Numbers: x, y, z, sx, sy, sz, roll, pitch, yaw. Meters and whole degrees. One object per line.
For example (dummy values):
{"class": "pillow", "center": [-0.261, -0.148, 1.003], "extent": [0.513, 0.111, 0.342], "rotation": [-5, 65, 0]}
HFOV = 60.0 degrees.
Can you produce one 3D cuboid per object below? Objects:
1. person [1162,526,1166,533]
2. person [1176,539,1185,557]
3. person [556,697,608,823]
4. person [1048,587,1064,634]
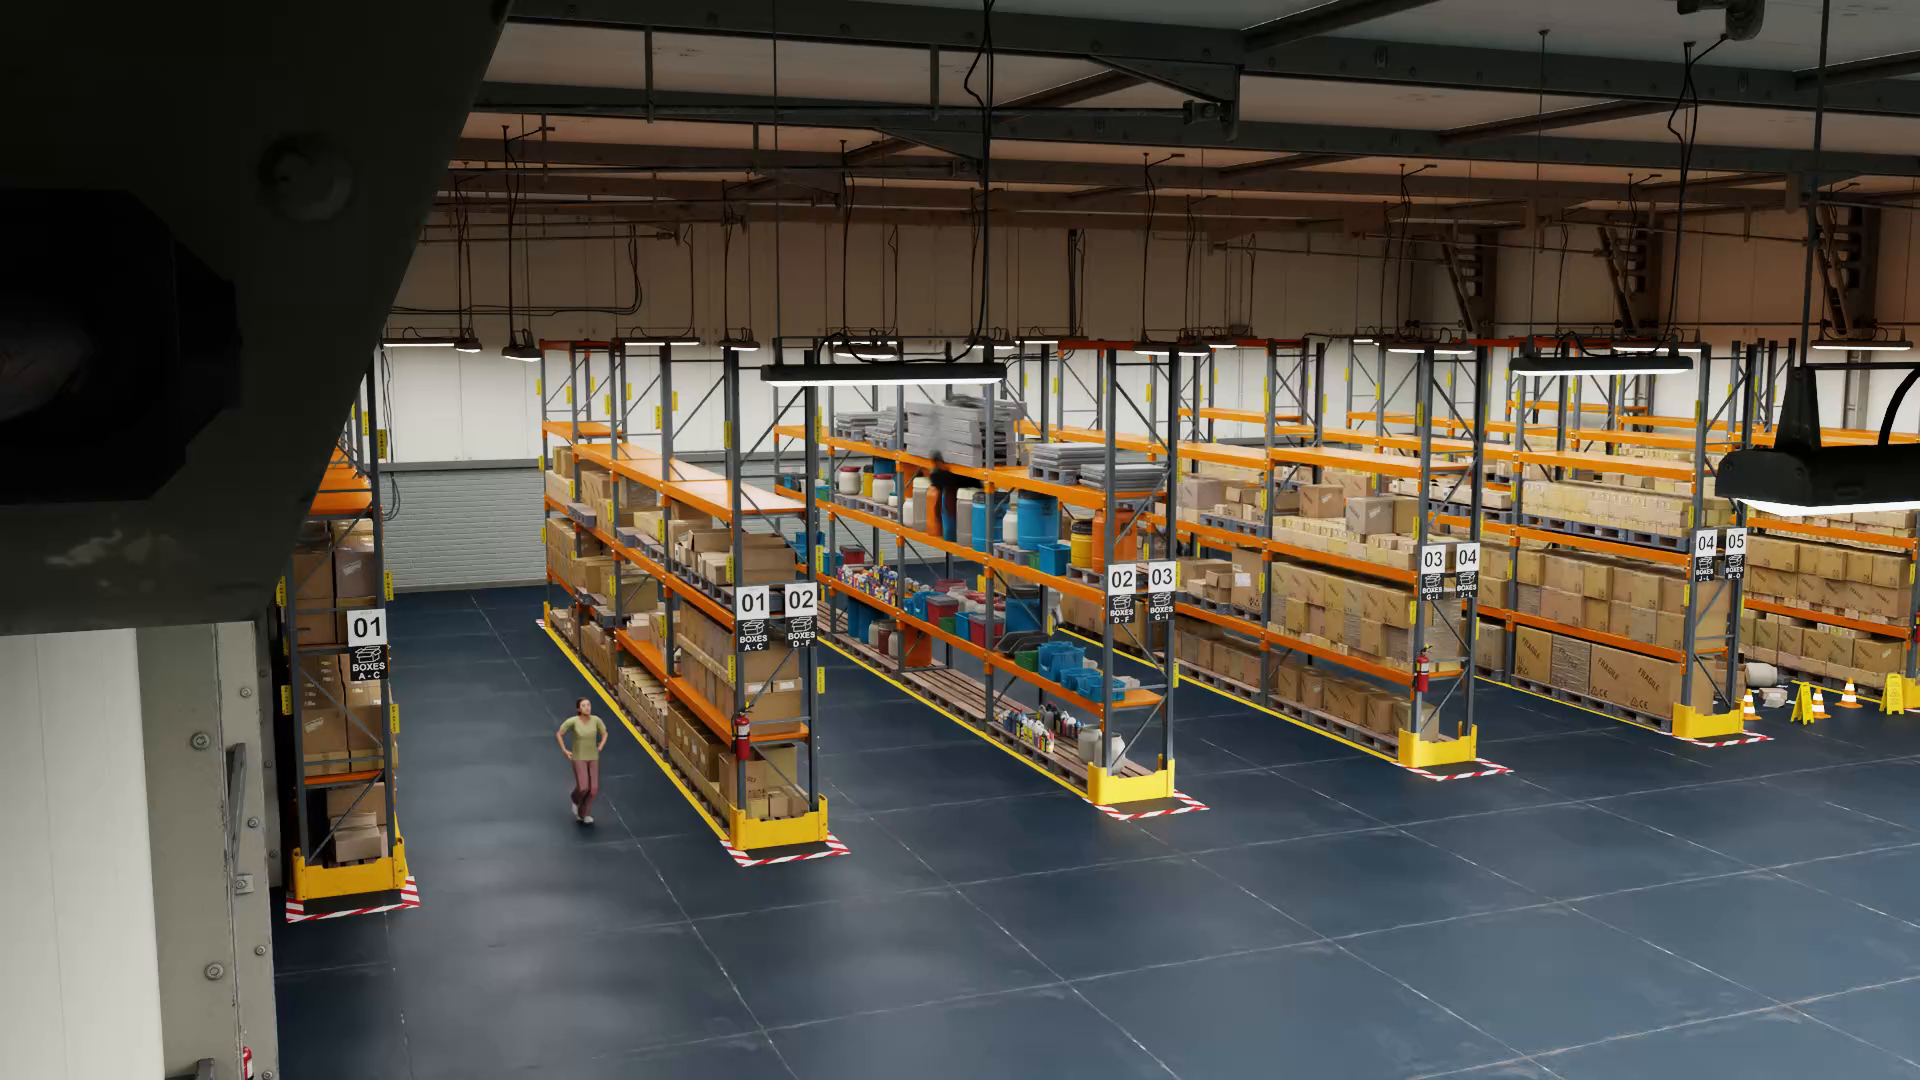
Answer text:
{"class": "person", "center": [5.165, 0.156, 41.501], "extent": [0.599, 1.622, 0.633], "rotation": [0, 7, -1]}
{"class": "person", "center": [4.795, 0.597, 37.725], "extent": [0.670, 1.721, 0.830], "rotation": [-2, 8, -11]}
{"class": "person", "center": [-4.736, 2.790, 21.058], "extent": [0.637, 1.626, 0.520], "rotation": [-4, 9, -30]}
{"class": "person", "center": [1.796, 1.293, 32.455], "extent": [0.531, 1.454, 0.545], "rotation": [-4, 8, -28]}
